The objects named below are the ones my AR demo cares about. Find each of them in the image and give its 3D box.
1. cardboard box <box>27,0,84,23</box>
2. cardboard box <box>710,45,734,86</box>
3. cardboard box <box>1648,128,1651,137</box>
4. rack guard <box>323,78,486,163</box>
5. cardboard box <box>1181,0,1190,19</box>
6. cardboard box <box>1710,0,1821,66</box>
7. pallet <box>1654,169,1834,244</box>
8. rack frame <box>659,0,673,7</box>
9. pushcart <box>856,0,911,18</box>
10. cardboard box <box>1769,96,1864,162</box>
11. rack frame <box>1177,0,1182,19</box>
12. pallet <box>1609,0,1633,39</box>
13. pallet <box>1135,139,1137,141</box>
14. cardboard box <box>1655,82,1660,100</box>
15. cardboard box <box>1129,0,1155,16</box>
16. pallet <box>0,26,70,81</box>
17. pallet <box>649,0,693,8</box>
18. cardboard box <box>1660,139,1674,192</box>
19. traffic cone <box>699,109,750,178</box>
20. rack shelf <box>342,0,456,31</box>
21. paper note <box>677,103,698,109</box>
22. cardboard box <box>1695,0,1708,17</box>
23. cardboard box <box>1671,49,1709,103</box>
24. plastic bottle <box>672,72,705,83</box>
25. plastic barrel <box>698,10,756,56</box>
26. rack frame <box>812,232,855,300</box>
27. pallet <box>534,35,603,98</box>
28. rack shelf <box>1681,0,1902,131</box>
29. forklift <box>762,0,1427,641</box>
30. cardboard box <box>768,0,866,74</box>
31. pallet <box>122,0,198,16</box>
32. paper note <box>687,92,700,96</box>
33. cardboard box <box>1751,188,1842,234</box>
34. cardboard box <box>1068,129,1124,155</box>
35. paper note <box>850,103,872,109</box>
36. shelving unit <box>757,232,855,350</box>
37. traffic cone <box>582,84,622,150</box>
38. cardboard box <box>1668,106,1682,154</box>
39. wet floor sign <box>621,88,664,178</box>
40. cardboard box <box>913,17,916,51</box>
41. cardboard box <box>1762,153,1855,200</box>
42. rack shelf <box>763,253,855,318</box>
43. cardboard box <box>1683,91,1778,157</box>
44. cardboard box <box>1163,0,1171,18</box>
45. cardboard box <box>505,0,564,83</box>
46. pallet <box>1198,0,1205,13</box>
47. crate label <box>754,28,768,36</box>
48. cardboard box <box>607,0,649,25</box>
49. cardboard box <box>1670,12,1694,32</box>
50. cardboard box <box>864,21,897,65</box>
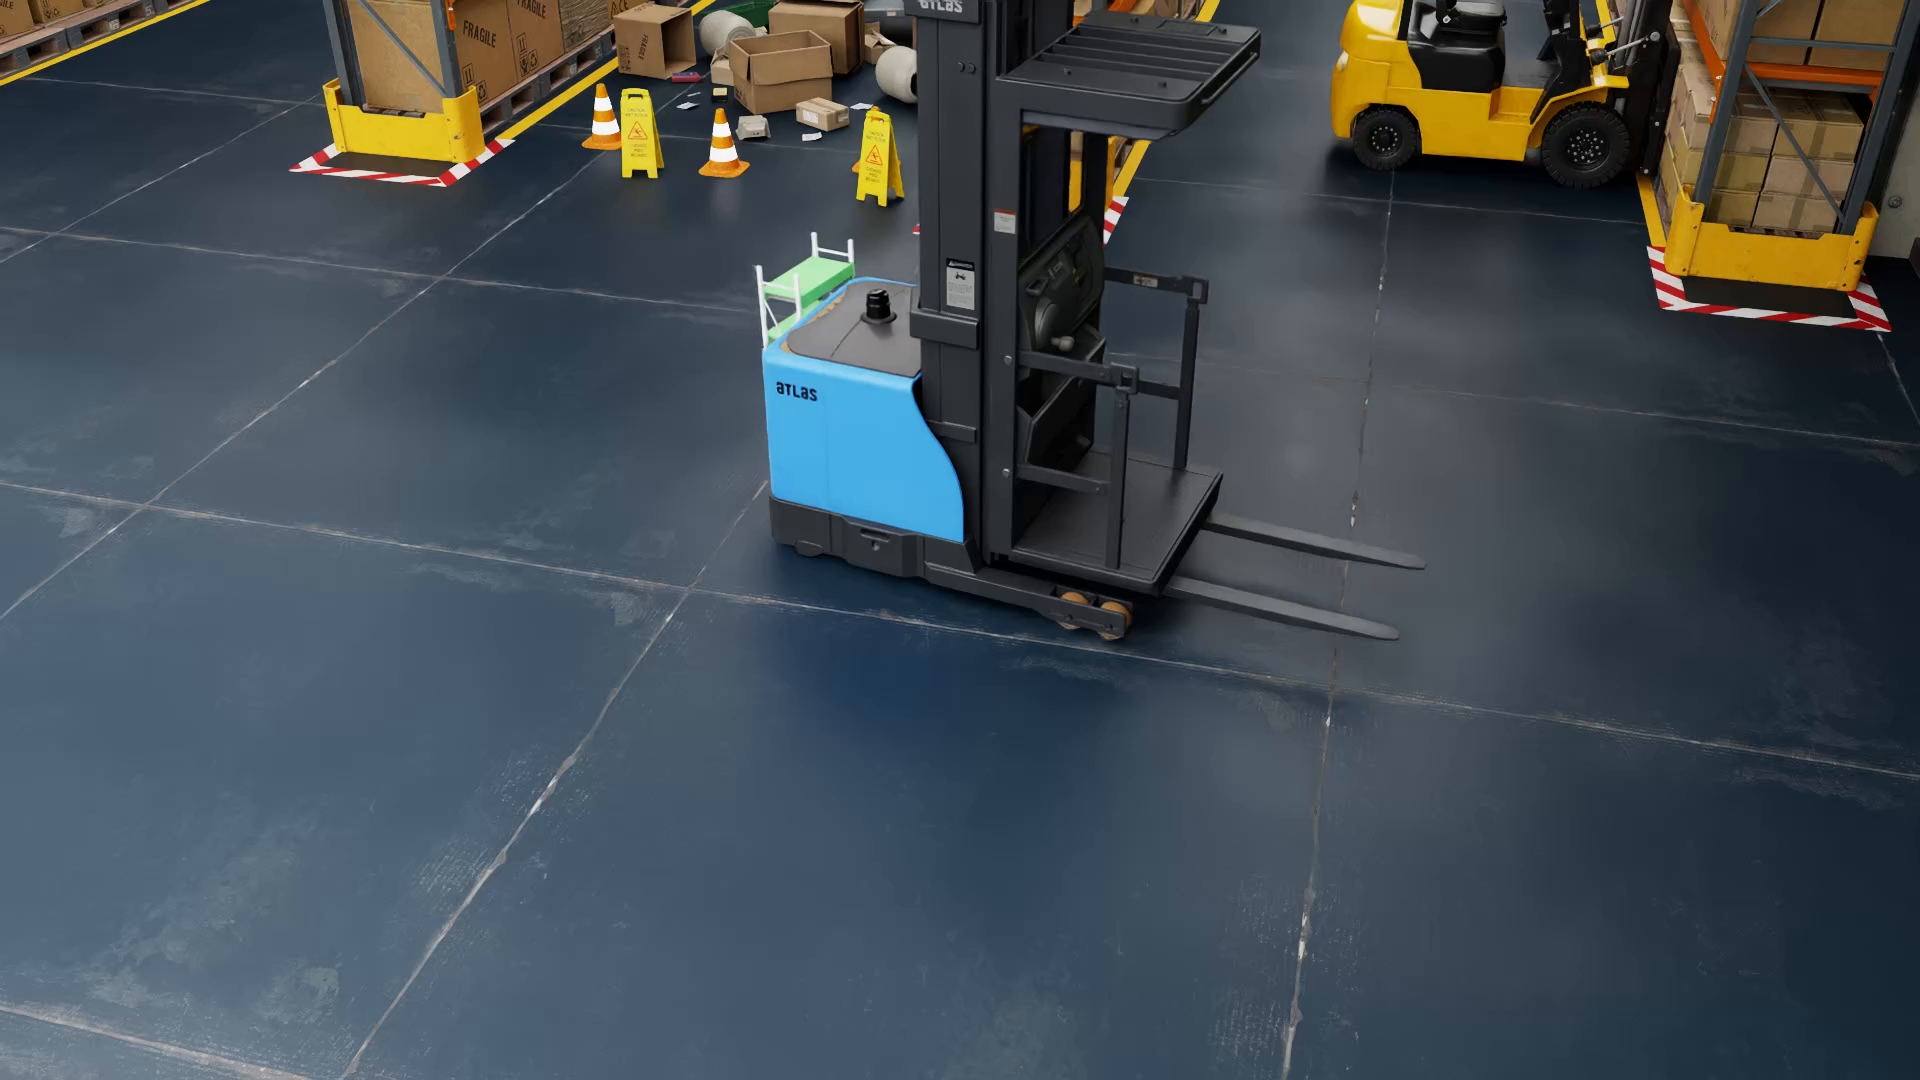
[{"bbox_3d":[-8.615,-5.155,15.502,0.500,0.500,0.500,11,34,17],"label":"cardboard box"},{"bbox_3d":[-1.953,-4.125,14.492,0.396,0.266,0.258,14,35,21],"label":"cardboard box"},{"bbox_3d":[5.497,-3.142,12.568,0.500,0.250,0.500,9,34,14],"label":"cardboard box"},{"bbox_3d":[-4.319,-3.279,12.941,1.175,0.500,0.348,8,33,12],"label":"rack guard"},{"bbox_3d":[1.646,-5.141,15.599,0.950,0.372,0.625,8,33,13],"label":"cardboard box"},{"bbox_3d":[5.173,-3.384,10.684,0.500,0.500,0.500,7,33,11],"label":"cardboard box"},{"bbox_3d":[5.456,-2.277,11.634,1.003,0.211,1.213,8,33,12],"label":"pallet"},{"bbox_3d":[-3.298,-6.422,15.556,1.000,3.000,0.127,8,33,12],"label":"rack frame"},{"bbox_3d":[-0.702,-4.978,15.729,1.648,0.377,0.936,-3,33,-4],"label":"pushcart"},{"bbox_3d":[5.608,-2.713,10.961,0.500,0.250,0.500,8,33,12],"label":"cardboard box"},{"bbox_3d":[1.516,-5.800,14.578,1.000,3.000,0.127,8,33,12],"label":"rack frame"},{"bbox_3d":[6.775,-4.972,15.875,1.003,0.211,1.213,8,33,12],"label":"pallet"},{"bbox_3d":[1.072,-3.635,13.771,1.003,0.211,1.213,8,33,12],"label":"pallet"},{"bbox_3d":[5.503,-3.362,12.449,0.500,0.250,0.500,8,33,12],"label":"cardboard box"},{"bbox_3d":[1.242,-3.982,13.191,0.500,0.500,0.500,9,33,13],"label":"cardboard box"},{"bbox_3d":[-8.825,-4.353,14.901,1.003,0.211,1.213,8,33,12],"label":"pallet"},{"bbox_3d":[-3.175,-5.656,16.950,1.003,0.211,1.213,8,33,12],"label":"pallet"},{"bbox_3d":[5.252,-2.611,11.733,0.500,0.250,0.500,8,33,12],"label":"cardboard box"},{"bbox_3d":[-1.798,-3.027,12.581,0.336,0.463,0.334,8,33,12],"label":"traffic cone"},{"bbox_3d":[-3.806,-5.080,14.116,1.077,0.370,4.000,8,33,12],"label":"rack shelf"},{"bbox_3d":[-2.284,-3.653,13.970,0.144,0.017,0.142,20,38,29],"label":"paper note"},{"bbox_3d":[5.444,-3.918,11.524,0.500,0.500,0.500,7,33,11],"label":"cardboard box"},{"bbox_3d":[5.360,-3.300,11.884,0.500,0.250,0.500,8,33,13],"label":"cardboard box"},{"bbox_3d":[-2.378,-4.054,14.569,0.283,0.061,0.133,-3,33,-4],"label":"plastic bottle"},{"bbox_3d":[-2.102,-4.537,14.992,0.421,0.421,0.512,-21,38,-29],"label":"plastic barrel"},{"bbox_3d":[-0.635,-1.027,8.741,0.240,1.200,0.015,15,35,25],"label":"rack frame"},{"bbox_3d":[-3.874,-4.226,14.701,1.003,0.211,1.213,8,33,12],"label":"pallet"},{"bbox_3d":[5.810,-3.785,12.078,1.077,0.370,4.000,8,33,12],"label":"rack shelf"},{"bbox_3d":[0.635,-1.112,7.268,3.031,2.935,1.130,13,35,20],"label":"forklift"},{"bbox_3d":[-1.273,-4.471,14.687,0.797,0.637,0.503,8,33,12],"label":"cardboard box"},{"bbox_3d":[-8.206,-5.619,16.893,1.003,0.211,1.213,8,33,12],"label":"pallet"},{"bbox_3d":[-2.279,-3.819,14.248,0.032,0.001,0.123,28,42,36],"label":"paper note"},{"bbox_3d":[5.616,-2.296,11.237,0.500,0.250,0.500,8,33,13],"label":"cardboard box"},{"bbox_3d":[0.973,-3.122,12.537,0.500,0.250,0.500,8,33,12],"label":"cardboard box"},{"bbox_3d":[-0.824,-3.649,13.972,0.148,0.019,0.142,20,38,29],"label":"paper note"},{"bbox_3d":[-0.753,-0.913,8.561,0.258,1.200,0.503,15,35,25],"label":"shelving unit"},{"bbox_3d":[-2.805,-3.358,13.100,0.336,0.463,0.334,8,33,12],"label":"traffic cone"},{"bbox_3d":[5.261,-2.832,11.615,0.500,0.250,0.500,8,33,12],"label":"cardboard box"},{"bbox_3d":[-2.405,-3.068,12.474,0.267,0.644,0.232,3,33,4],"label":"wet floor sign"},{"bbox_3d":[-0.073,-4.376,14.665,0.500,0.500,0.500,-21,38,-29],"label":"cardboard box"},{"bbox_3d":[5.623,-2.494,11.083,0.500,0.250,0.500,9,33,13],"label":"cardboard box"},{"bbox_3d":[-0.762,-1.267,8.342,0.258,0.148,0.480,15,35,25],"label":"rack shelf"},{"bbox_3d":[5.118,-2.771,11.052,0.500,0.250,0.500,9,34,14],"label":"cardboard box"},{"bbox_3d":[1.498,-4.526,14.046,0.500,0.500,0.500,9,33,13],"label":"cardboard box"},{"bbox_3d":[-3.984,-4.444,14.034,0.875,0.875,0.875,8,33,12],"label":"cardboard box"},{"bbox_3d":[2.019,-5.663,16.961,1.003,0.211,1.213,8,33,12],"label":"pallet"},{"bbox_3d":[-1.918,-4.649,15.435,0.298,0.136,0.250,-14,35,-21],"label":"crate label"},{"bbox_3d":[-3.525,-5.386,15.515,0.875,0.875,0.875,9,33,13],"label":"cardboard box"},{"bbox_3d":[5.637,-3.833,12.723,0.500,0.250,0.500,9,34,14],"label":"cardboard box"},{"bbox_3d":[-0.767,-4.516,15.106,0.258,0.266,0.396,-14,35,-21],"label":"cardboard box"}]
